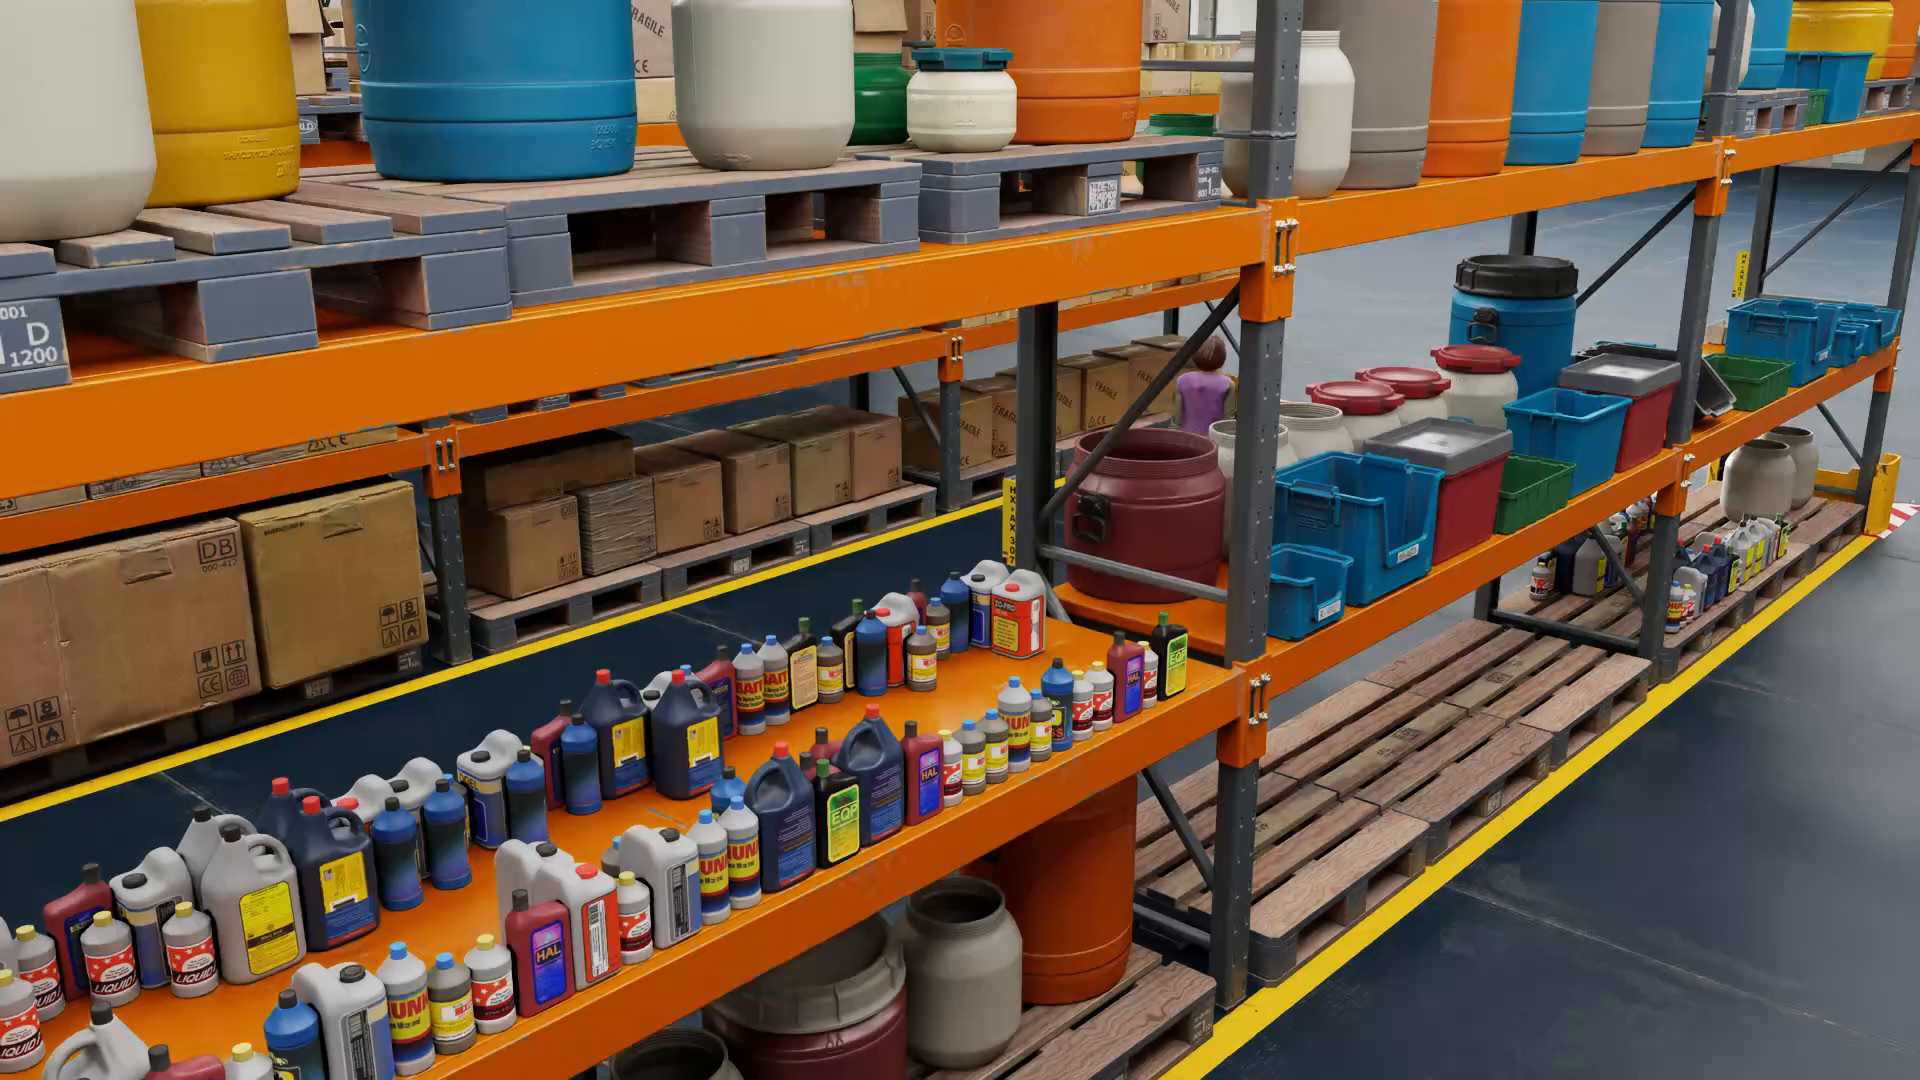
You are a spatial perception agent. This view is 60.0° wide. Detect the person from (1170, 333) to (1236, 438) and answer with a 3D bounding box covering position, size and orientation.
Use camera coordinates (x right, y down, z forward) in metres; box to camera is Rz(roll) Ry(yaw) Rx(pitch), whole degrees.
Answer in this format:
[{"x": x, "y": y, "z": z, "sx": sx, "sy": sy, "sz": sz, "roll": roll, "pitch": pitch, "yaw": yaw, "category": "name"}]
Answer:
[{"x": 1.430, "y": -0.444, "z": 9.926, "sx": 0.411, "sy": 1.581, "sz": 0.557, "roll": 8, "pitch": 19, "yaw": 24, "category": "person"}]
